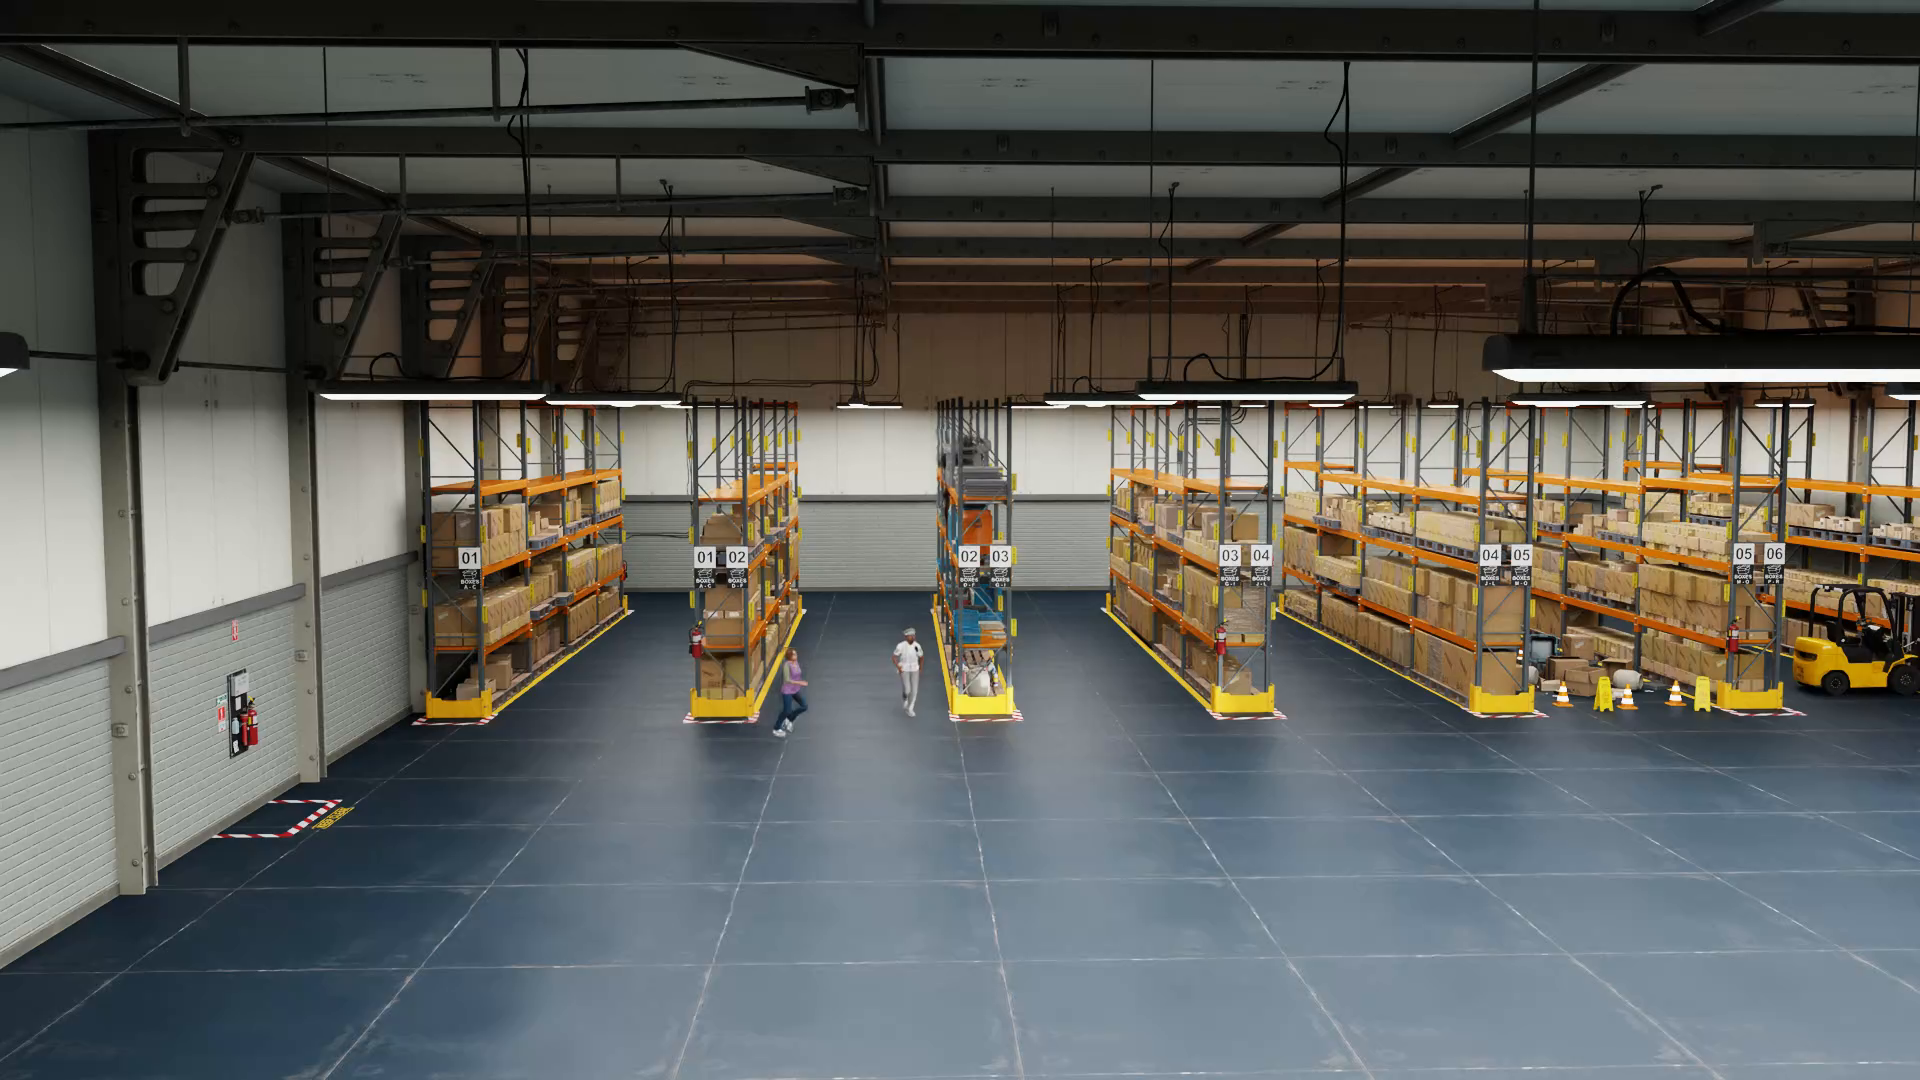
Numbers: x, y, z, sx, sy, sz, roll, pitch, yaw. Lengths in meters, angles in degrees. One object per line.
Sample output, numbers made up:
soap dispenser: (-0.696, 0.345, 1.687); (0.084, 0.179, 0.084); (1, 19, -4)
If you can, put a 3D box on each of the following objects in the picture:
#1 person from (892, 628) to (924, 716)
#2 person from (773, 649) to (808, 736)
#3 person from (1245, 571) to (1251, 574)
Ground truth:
person: (-0.956, 2.483, 31.382); (0.607, 1.666, 0.509); (-1, 5, -15)
person: (-2.942, 2.674, 29.256); (0.739, 1.555, 0.562); (2, 5, 29)
person: (7.988, 1.186, 47.938); (0.947, 1.681, 0.778); (2, 5, 27)
